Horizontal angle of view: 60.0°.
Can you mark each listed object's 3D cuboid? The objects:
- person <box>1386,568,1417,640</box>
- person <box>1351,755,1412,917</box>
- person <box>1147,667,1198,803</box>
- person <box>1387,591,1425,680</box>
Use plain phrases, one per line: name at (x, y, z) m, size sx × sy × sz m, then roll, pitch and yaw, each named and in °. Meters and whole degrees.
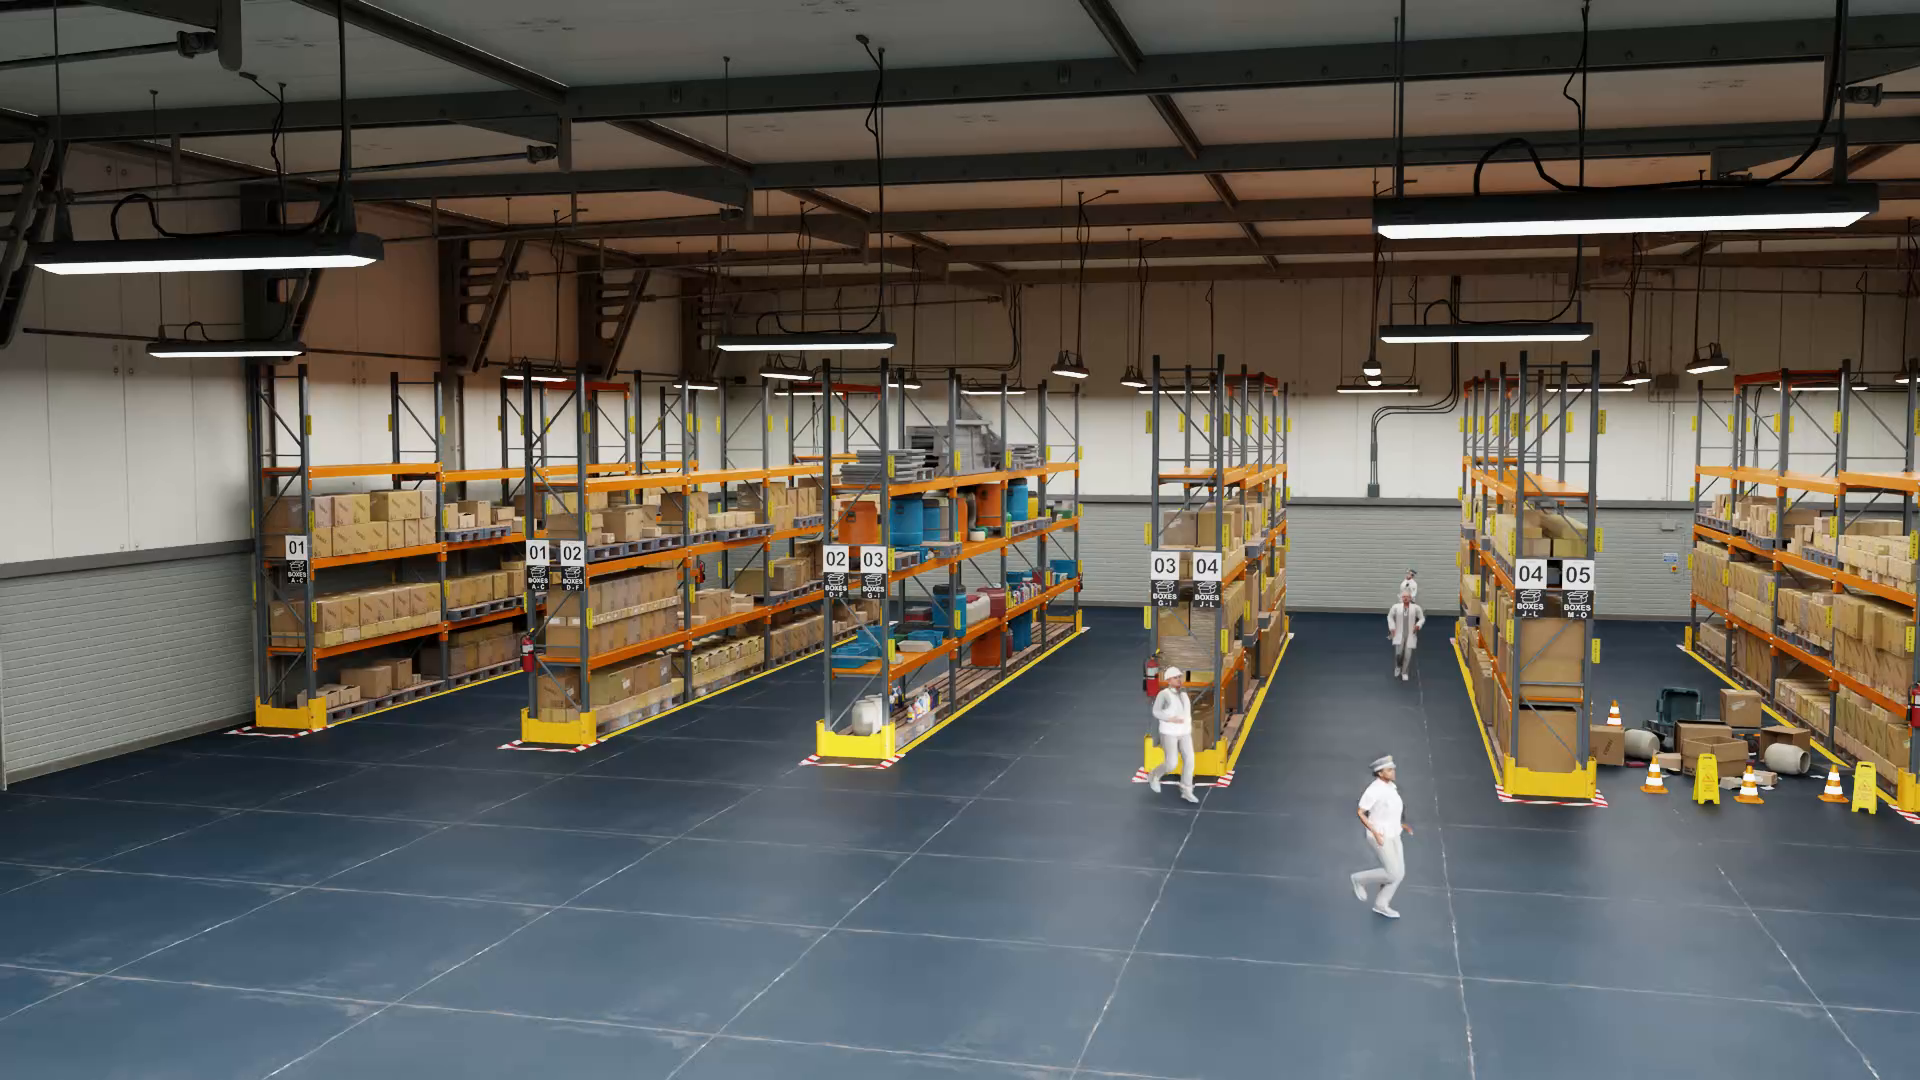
person at (10.404, 1.462, 38.709) m, size 0.743 × 1.642 × 0.609 m, roll -2°, pitch 4°, yaw -28°
person at (4.316, 3.012, 17.000) m, size 0.560 × 1.660 × 0.581 m, roll 4°, pitch 5°, yaw 43°
person at (2.861, 2.590, 22.246) m, size 0.671 × 1.781 × 0.810 m, roll -3°, pitch 5°, yaw -34°
person at (8.759, 1.876, 32.647) m, size 0.723 × 1.736 × 0.615 m, roll 1°, pitch 4°, yaw 15°
